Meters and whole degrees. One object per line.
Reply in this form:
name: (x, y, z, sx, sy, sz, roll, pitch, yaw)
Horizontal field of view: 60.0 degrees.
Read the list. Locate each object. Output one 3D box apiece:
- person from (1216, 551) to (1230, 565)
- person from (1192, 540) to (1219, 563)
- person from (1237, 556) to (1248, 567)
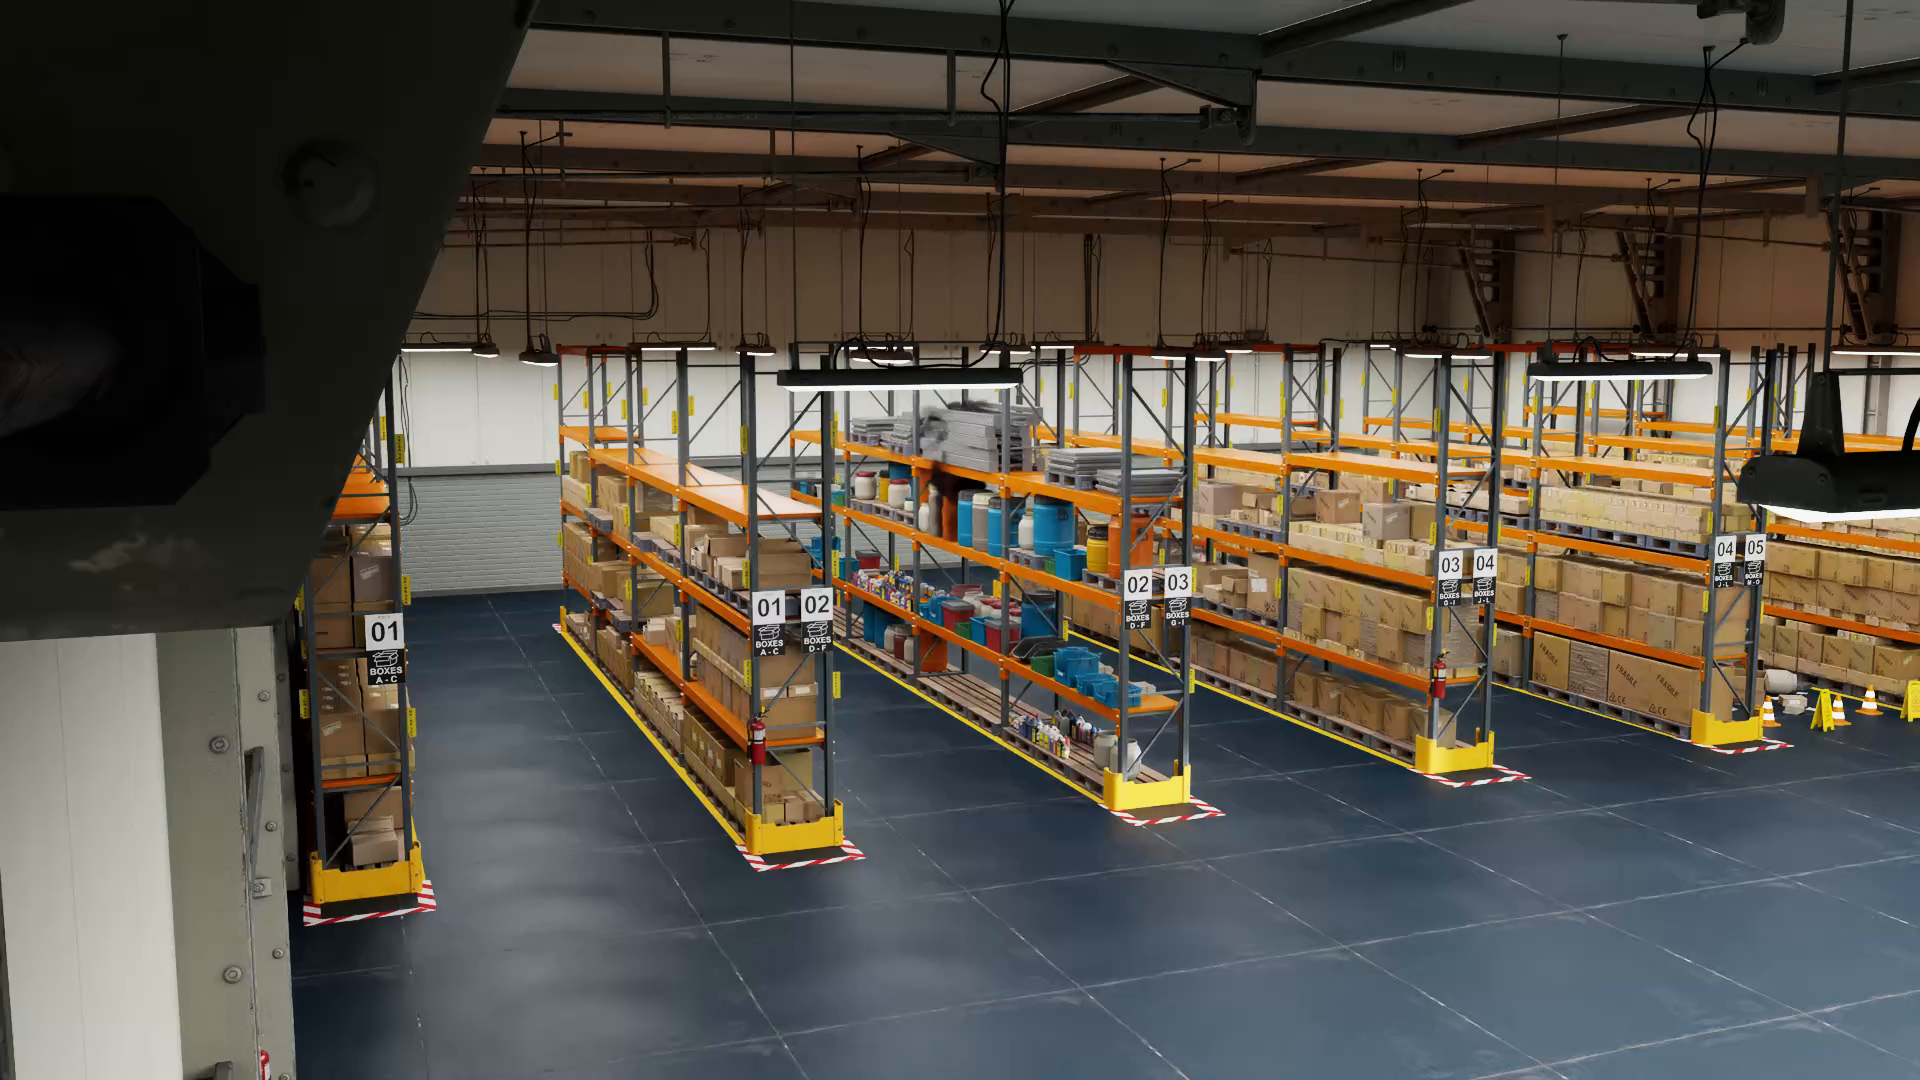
person: (6.497, 0.223, 41.624, 1.004, 1.688, 0.741, 4, 8, 28)
person: (5.251, 0.886, 35.640, 0.667, 1.779, 0.974, -3, 8, -21)
person: (7.313, 0.121, 42.127, 0.826, 1.734, 0.715, -4, 8, -29)
